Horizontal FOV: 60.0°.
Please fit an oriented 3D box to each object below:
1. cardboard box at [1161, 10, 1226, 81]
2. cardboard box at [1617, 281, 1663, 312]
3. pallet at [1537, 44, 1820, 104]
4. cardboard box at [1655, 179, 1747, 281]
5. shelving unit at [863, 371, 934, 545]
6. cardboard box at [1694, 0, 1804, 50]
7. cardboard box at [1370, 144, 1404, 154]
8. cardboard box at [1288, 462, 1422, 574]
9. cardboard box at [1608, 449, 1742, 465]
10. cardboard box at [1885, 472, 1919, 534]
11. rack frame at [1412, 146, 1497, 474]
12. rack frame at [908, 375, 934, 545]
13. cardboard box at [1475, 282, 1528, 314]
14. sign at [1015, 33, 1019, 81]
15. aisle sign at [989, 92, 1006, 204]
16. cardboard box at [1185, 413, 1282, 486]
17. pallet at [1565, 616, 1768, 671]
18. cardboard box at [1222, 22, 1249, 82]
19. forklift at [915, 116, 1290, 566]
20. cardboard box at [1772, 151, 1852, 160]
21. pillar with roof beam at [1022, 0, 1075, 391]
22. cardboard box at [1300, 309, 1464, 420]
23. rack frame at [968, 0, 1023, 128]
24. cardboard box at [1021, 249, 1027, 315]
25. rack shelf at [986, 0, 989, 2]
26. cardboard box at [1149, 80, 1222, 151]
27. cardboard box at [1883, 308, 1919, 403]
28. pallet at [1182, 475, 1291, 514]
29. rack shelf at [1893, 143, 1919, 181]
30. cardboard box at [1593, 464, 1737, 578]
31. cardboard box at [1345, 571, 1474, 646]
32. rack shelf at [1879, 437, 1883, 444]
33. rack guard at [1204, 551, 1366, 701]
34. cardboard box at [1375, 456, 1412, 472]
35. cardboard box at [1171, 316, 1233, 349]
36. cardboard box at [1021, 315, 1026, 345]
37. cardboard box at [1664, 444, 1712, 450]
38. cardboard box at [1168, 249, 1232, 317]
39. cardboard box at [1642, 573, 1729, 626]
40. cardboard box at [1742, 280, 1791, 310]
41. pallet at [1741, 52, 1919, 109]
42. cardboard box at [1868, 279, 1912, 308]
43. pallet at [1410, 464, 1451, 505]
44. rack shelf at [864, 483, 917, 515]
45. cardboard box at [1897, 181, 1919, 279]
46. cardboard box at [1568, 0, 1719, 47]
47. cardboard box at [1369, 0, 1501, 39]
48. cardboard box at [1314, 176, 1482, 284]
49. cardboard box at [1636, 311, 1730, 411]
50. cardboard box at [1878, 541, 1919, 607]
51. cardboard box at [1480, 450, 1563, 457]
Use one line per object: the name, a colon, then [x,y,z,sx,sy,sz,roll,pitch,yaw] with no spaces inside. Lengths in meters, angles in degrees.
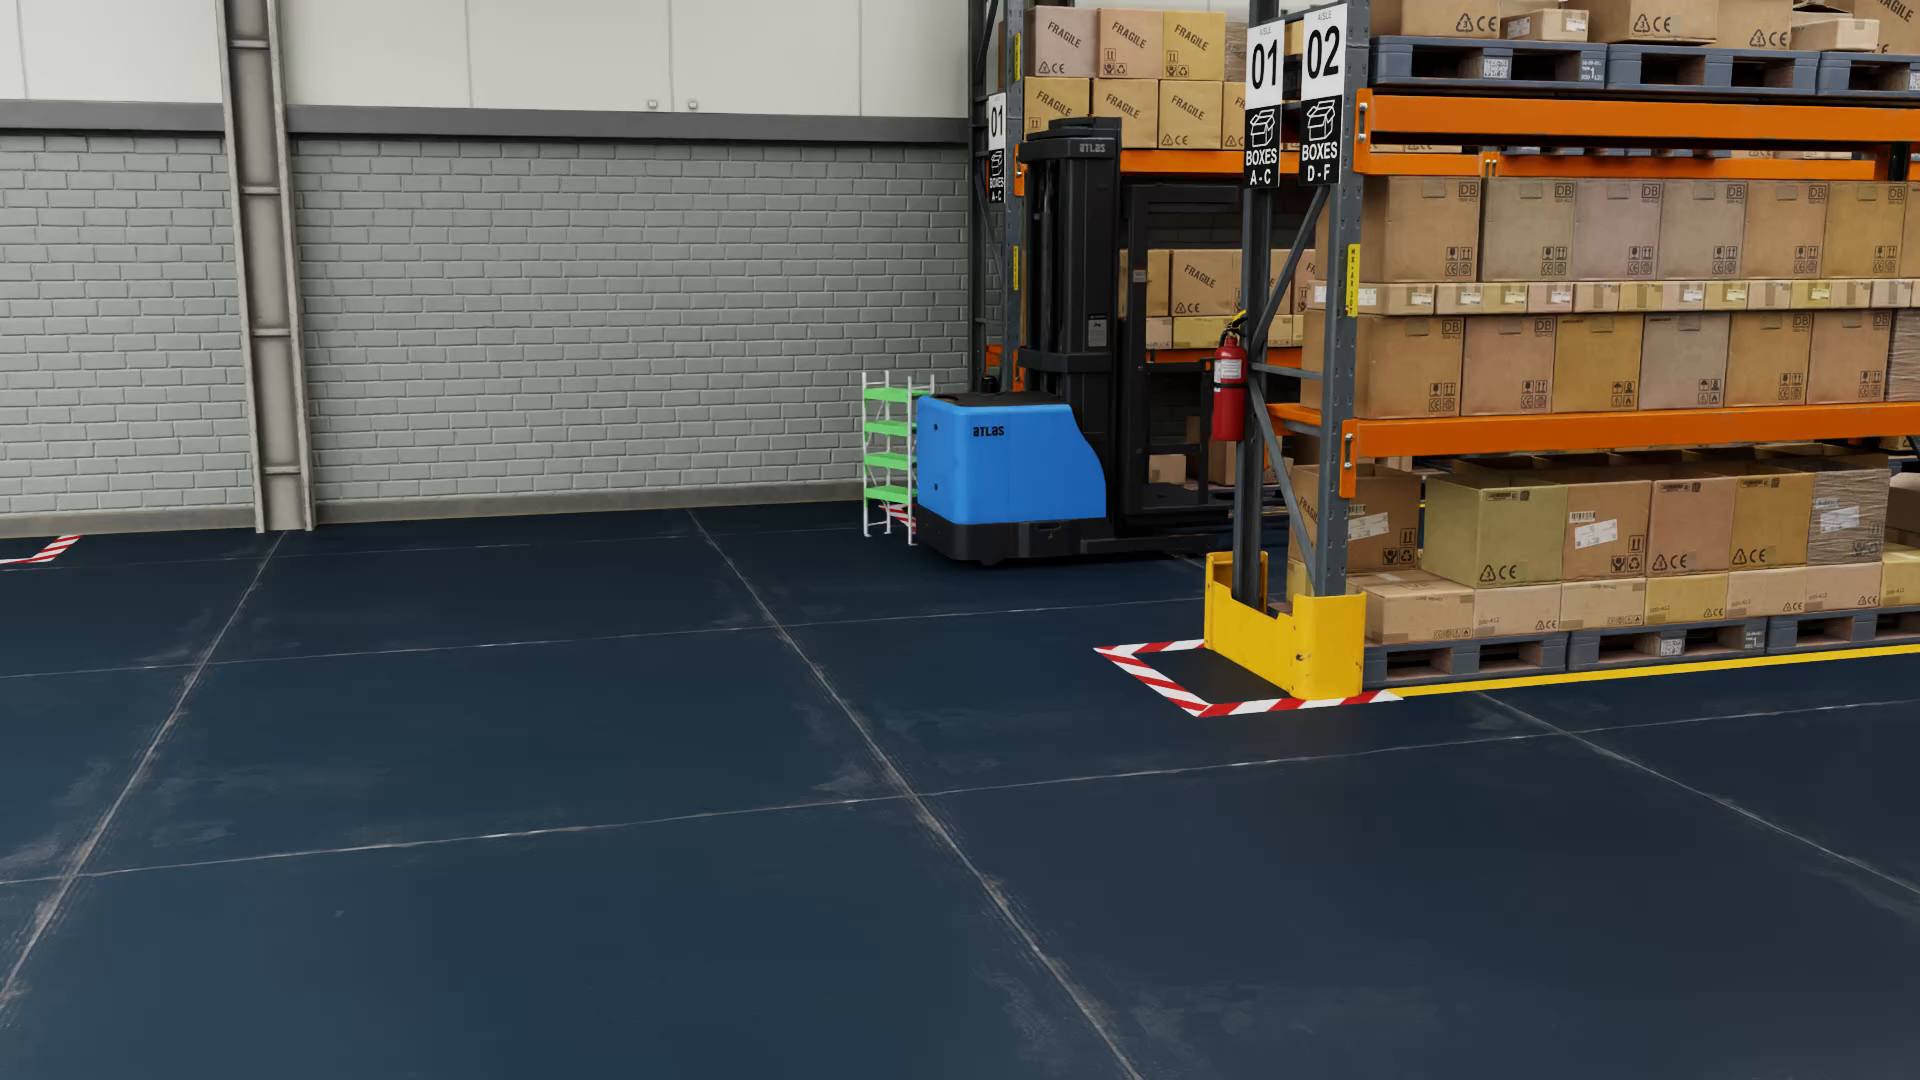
cardboard box: [1.682,-3.729,12.642,0.500,0.500,0.500,-3,11,-14]
cardboard box: [3.321,-1.237,8.412,0.250,0.149,0.380,-3,11,-17]
pallet: [3.508,-2.346,8.465,1.213,0.211,1.003,-3,11,-16]
cardboard box: [3.619,-1.611,8.651,0.500,0.500,0.700,-3,11,-16]
shelving unit: [-0.442,-0.599,11.984,0.258,1.200,0.503,-10,14,-43]
cardboard box: [3.872,-2.763,8.654,0.637,0.503,0.797,-2,11,-10]
cardboard box: [3.195,-3.326,13.214,0.500,0.500,0.500,-4,11,-21]
cardboard box: [2.080,-0.123,8.791,0.500,0.500,0.500,-3,11,-16]
cardboard box: [3.996,-0.227,9.355,0.500,0.500,0.500,-3,11,-16]
cardboard box: [5.797,-0.224,9.861,0.500,0.311,0.500,-3,11,-16]
rack frame: [4.100,-1.884,13.996,0.127,3.000,1.000,-3,11,-16]
rack frame: [-0.273,-0.567,11.810,0.240,1.200,0.015,-10,14,-43]
cardboard box: [2.578,-1.198,8.199,0.250,0.149,0.380,-3,11,-16]
sign: [0.412,-3.492,12.033,0.005,0.325,0.100,-3,11,-16]
aisle sign: [0.275,-2.904,12.358,0.004,0.787,0.394,-3,11,-16]
cardboard box: [2.215,-0.745,13.499,0.500,0.500,0.700,-4,11,-20]
pallet: [3.540,0.444,9.054,1.213,0.211,1.003,-3,11,-16]
cardboard box: [2.086,-3.850,13.295,0.500,0.500,0.500,-3,11,-16]
forklift: [1.259,-1.402,11.565,3.031,2.935,1.130,-3,11,-17]
cardboard box: [7.325,-3.444,14.377,0.500,0.311,0.500,-3,11,-16]
pillar with roof beam: [1.893,-4.070,9.297,0.400,9.000,9.100,-3,11,-16]
cardboard box: [2.100,-0.891,8.327,0.500,0.500,0.700,-3,11,-16]
rack frame: [0.260,-4.632,12.353,0.127,3.000,1.000,-3,11,-16]
cardboard box: [0.653,-2.047,13.171,0.500,0.500,0.500,-3,11,-17]
rack shelf: [2.180,-4.378,12.968,4.000,0.370,1.077,-3,11,-16]
cardboard box: [1.674,-3.237,12.730,0.500,0.500,0.500,-2,11,-13]
cardboard box: [5.064,-1.049,9.182,0.500,0.500,0.700,-3,11,-17]
pallet: [2.292,-0.410,13.691,1.213,0.211,1.003,-3,11,-16]
rack shelf: [7.409,-2.246,9.663,4.000,0.370,1.077,-3,11,-16]
cardboard box: [3.666,-0.108,8.710,0.500,0.500,0.500,-3,11,-16]
cardboard box: [2.225,0.337,8.368,0.500,0.250,0.500,-3,11,-16]
rack shelf: [7.409,-0.771,9.934,4.000,0.370,1.077,-3,11,-16]
rack guard: [1.625,0.410,8.439,0.348,0.500,1.175,-3,11,-16]
cardboard box: [3.595,-0.675,14.037,0.250,0.166,0.380,-5,11,-23]
cardboard box: [1.802,-1.641,13.033,0.500,0.250,0.500,-3,11,-17]
cardboard box: [0.654,-1.675,13.220,0.500,0.250,0.500,-3,11,-15]
cardboard box: [6.268,-0.992,14.840,0.500,0.500,0.700,-3,11,-16]
cardboard box: [1.777,-2.007,12.950,0.500,0.500,0.500,-3,11,-18]
cardboard box: [3.666,0.261,8.779,0.500,0.250,0.500,-3,11,-16]
cardboard box: [4.068,-1.276,8.627,0.250,0.149,0.380,-3,11,-14]
pallet: [4.677,-2.407,8.797,1.213,0.211,1.003,-3,11,-16]
cardboard box: [4.799,-1.314,8.834,0.250,0.149,0.380,-3,11,-18]
pallet: [3.465,-0.473,14.030,1.213,0.211,1.003,-3,11,-16]
rack shelf: [-0.442,-0.300,12.039,0.258,0.148,0.480,-10,14,-43]
cardboard box: [5.064,-1.687,9.065,0.500,0.500,0.700,-3,11,-16]
cardboard box: [3.319,-2.657,8.087,0.500,0.500,0.500,-3,11,-16]
cardboard box: [2.201,-2.650,8.042,0.637,0.503,0.797,-2,11,-12]
cardboard box: [2.151,-1.532,8.224,0.500,0.500,0.700,-3,11,-16]
cardboard box: [3.585,-0.970,8.755,0.500,0.500,0.700,-3,11,-14]
cardboard box: [5.104,0.184,9.196,0.500,0.250,0.500,-3,11,-16]
cardboard box: [4.802,-0.911,14.400,0.500,0.500,0.700,-3,11,-14]
